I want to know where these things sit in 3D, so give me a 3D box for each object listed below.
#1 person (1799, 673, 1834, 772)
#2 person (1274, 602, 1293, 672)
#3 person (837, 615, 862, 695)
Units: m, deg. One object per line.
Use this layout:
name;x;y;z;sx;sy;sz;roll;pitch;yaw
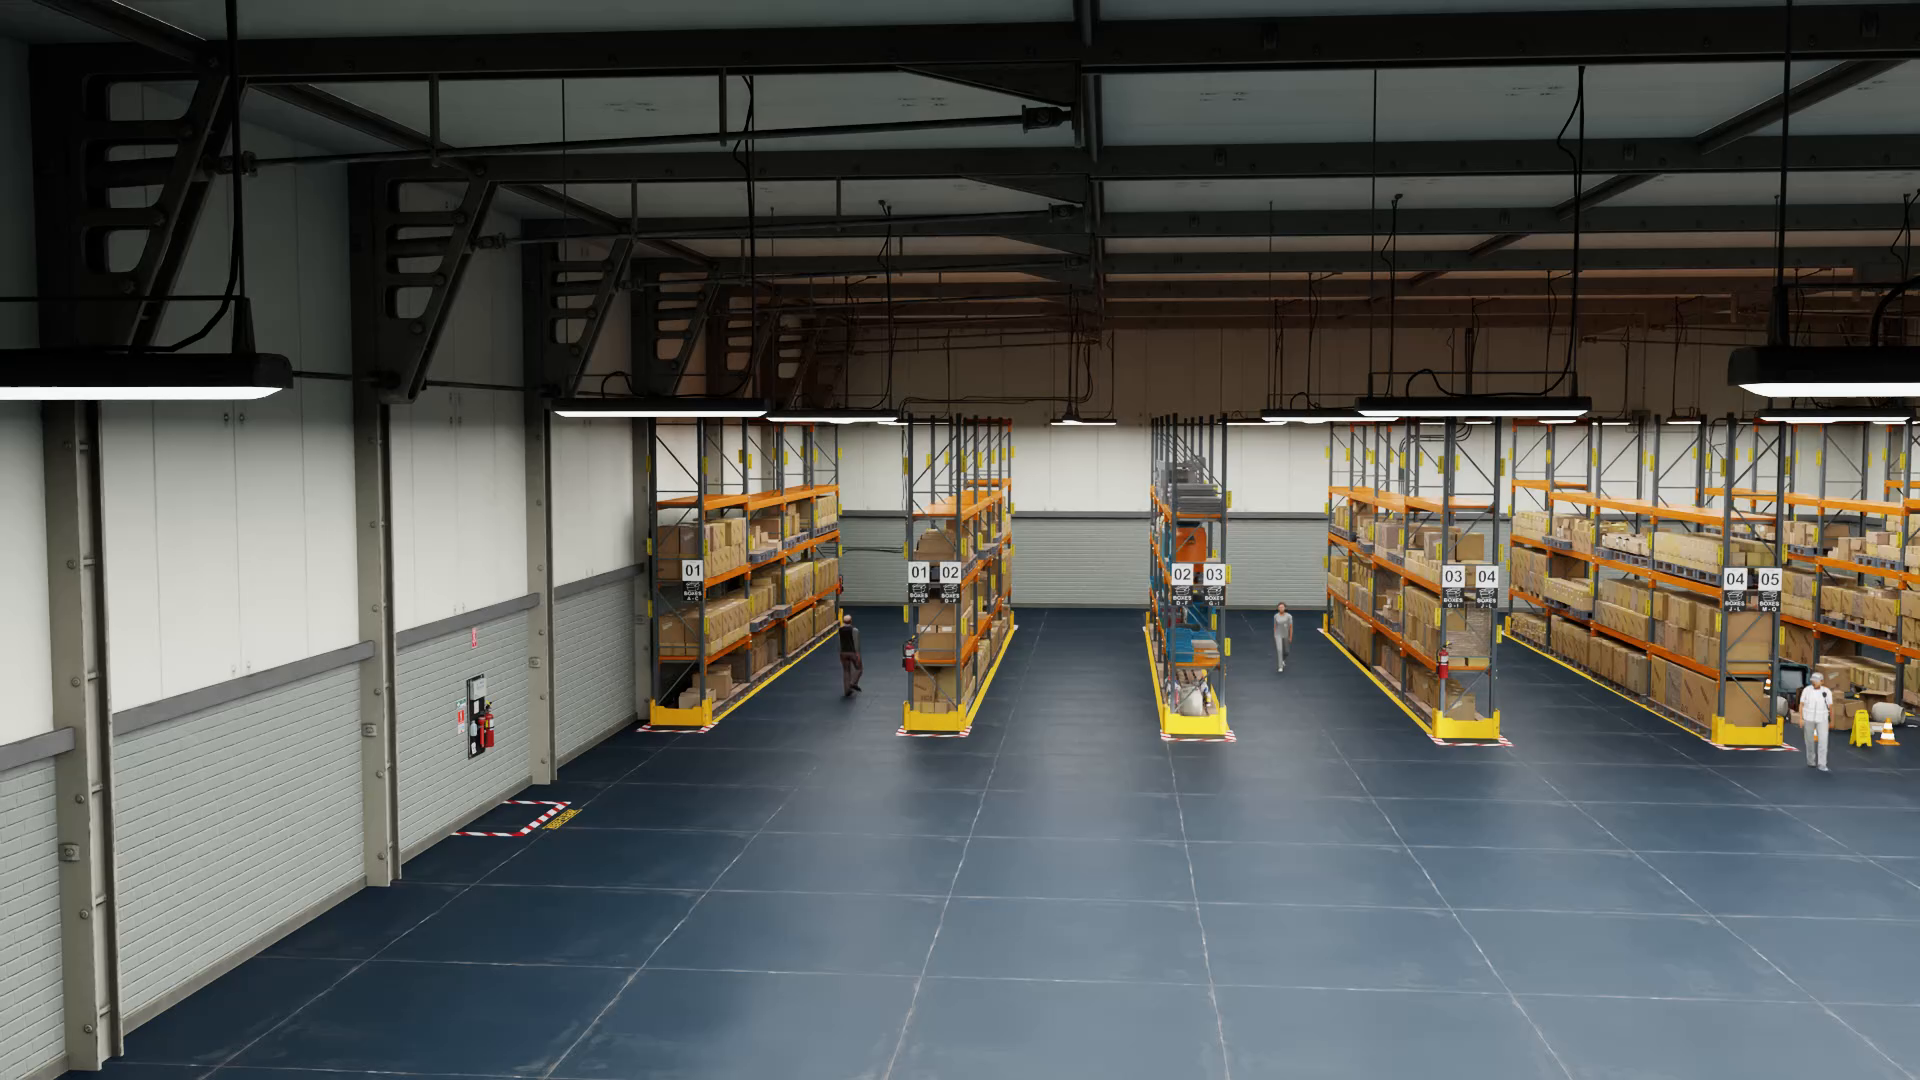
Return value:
person;14.315;3.027;27.816;0.534;1.611;0.963;3;5;34
person;7.607;2.315;39.211;0.441;1.522;0.948;0;4;2
person;-2.376;2.459;35.676;0.579;1.710;0.478;1;4;15
